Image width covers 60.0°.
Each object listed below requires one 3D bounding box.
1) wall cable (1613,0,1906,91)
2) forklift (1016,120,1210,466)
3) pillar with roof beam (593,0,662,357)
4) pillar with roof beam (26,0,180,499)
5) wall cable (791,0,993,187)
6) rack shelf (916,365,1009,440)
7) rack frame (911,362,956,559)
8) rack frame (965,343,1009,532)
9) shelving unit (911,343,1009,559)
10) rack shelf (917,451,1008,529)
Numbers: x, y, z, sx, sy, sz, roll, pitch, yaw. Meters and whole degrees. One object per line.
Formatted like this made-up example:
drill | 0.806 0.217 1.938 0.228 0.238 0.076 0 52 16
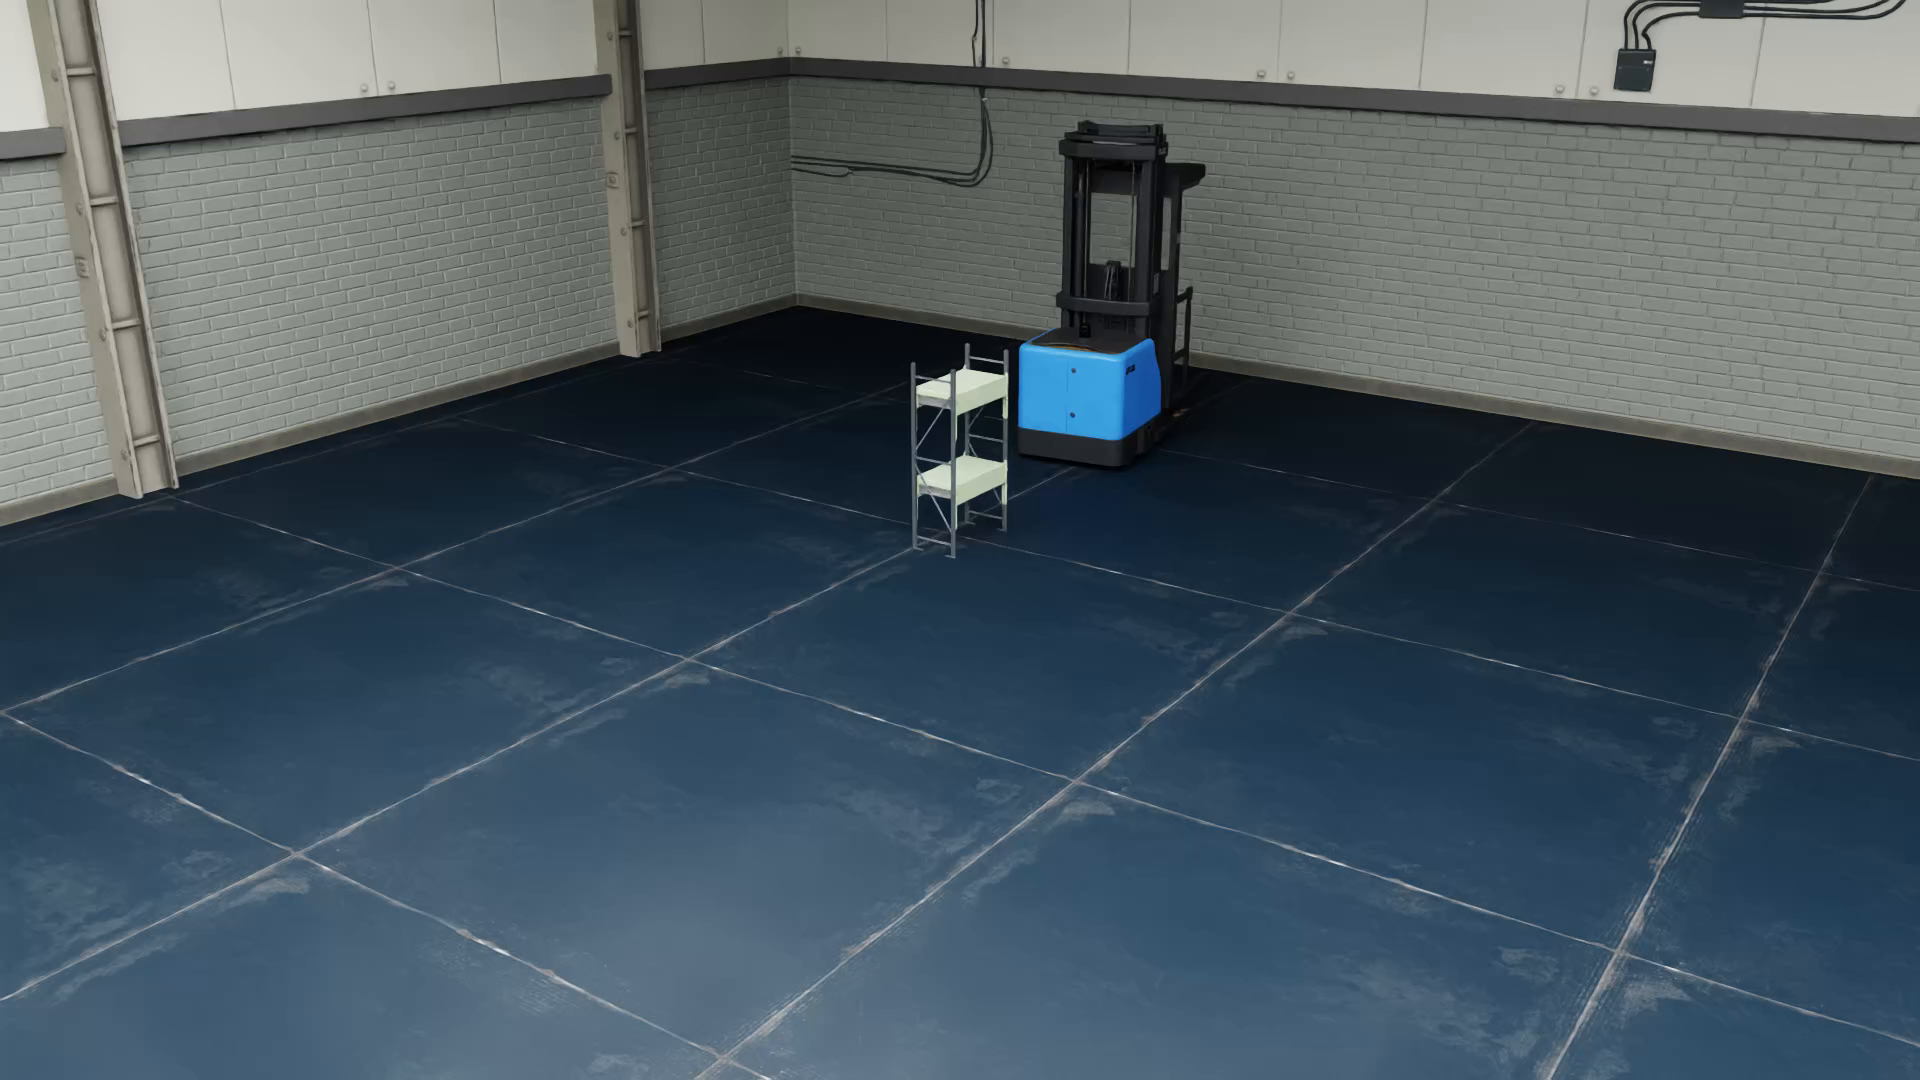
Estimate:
wall cable | 6.920 -6.703 13.514 2.305 6.003 0.169 13 24 32
forklift | 1.628 -2.501 15.800 1.130 2.935 3.031 10 22 25
pillar with roof beam | -0.111 -5.537 15.264 9.100 9.000 0.400 13 24 32
pillar with roof beam | -3.484 -3.816 10.610 9.100 9.000 0.400 13 24 32
wall cable | -0.922 -5.508 19.660 3.097 2.526 0.112 13 24 32
rack shelf | 0.004 -1.071 12.875 0.431 0.370 0.720 13 24 32
rack frame | -0.202 -0.600 12.726 0.400 1.500 0.023 13 24 32
rack frame | 0.209 -0.810 13.294 0.400 1.500 0.023 13 24 32
shelving unit | 0.004 -0.705 13.010 0.431 1.500 0.755 13 24 32
rack shelf | 0.004 -0.400 13.123 0.431 0.370 0.720 13 24 32
